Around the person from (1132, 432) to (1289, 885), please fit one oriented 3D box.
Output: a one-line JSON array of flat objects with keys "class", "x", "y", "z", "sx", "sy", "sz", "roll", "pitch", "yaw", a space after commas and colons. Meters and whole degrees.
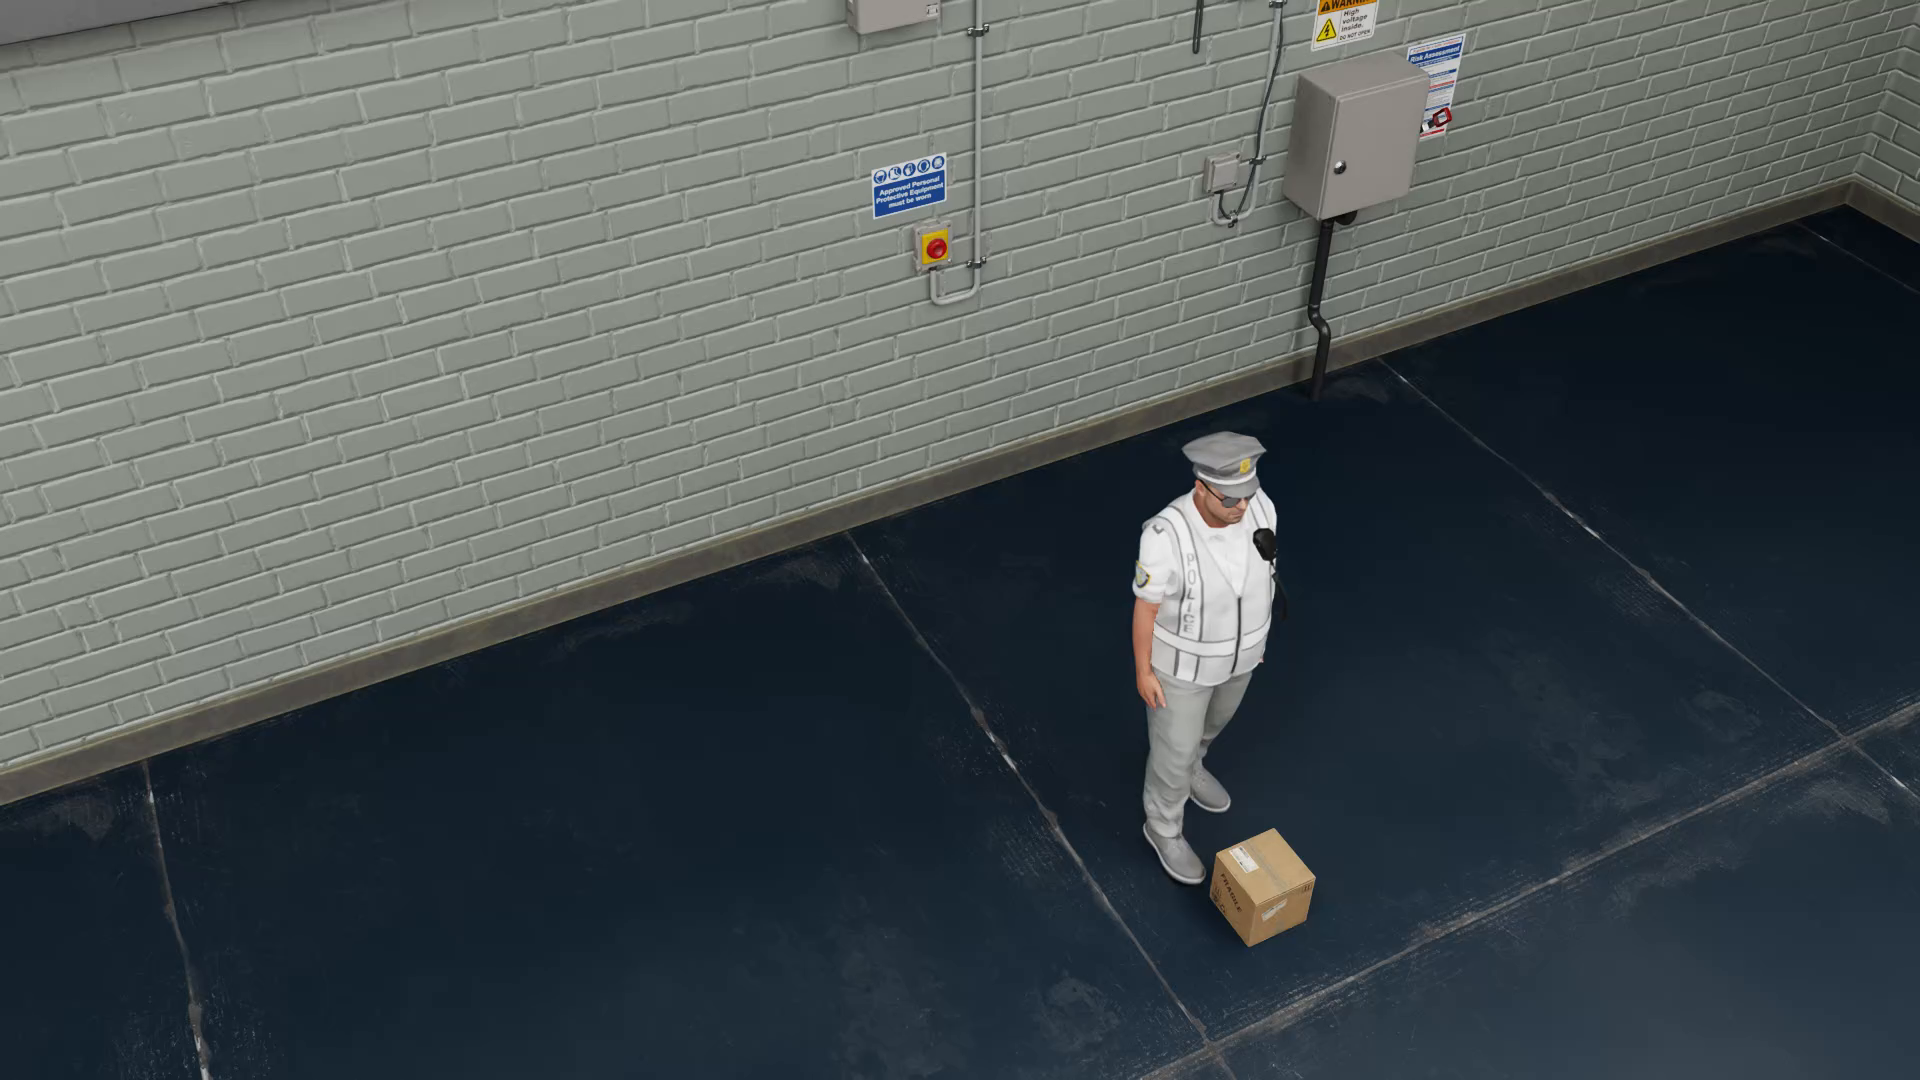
[{"class": "person", "x": 0.856, "y": 0.398, "z": 5.693, "sx": 0.540, "sy": 1.770, "sz": 0.560, "roll": -18, "pitch": 44, "yaw": -20}]
